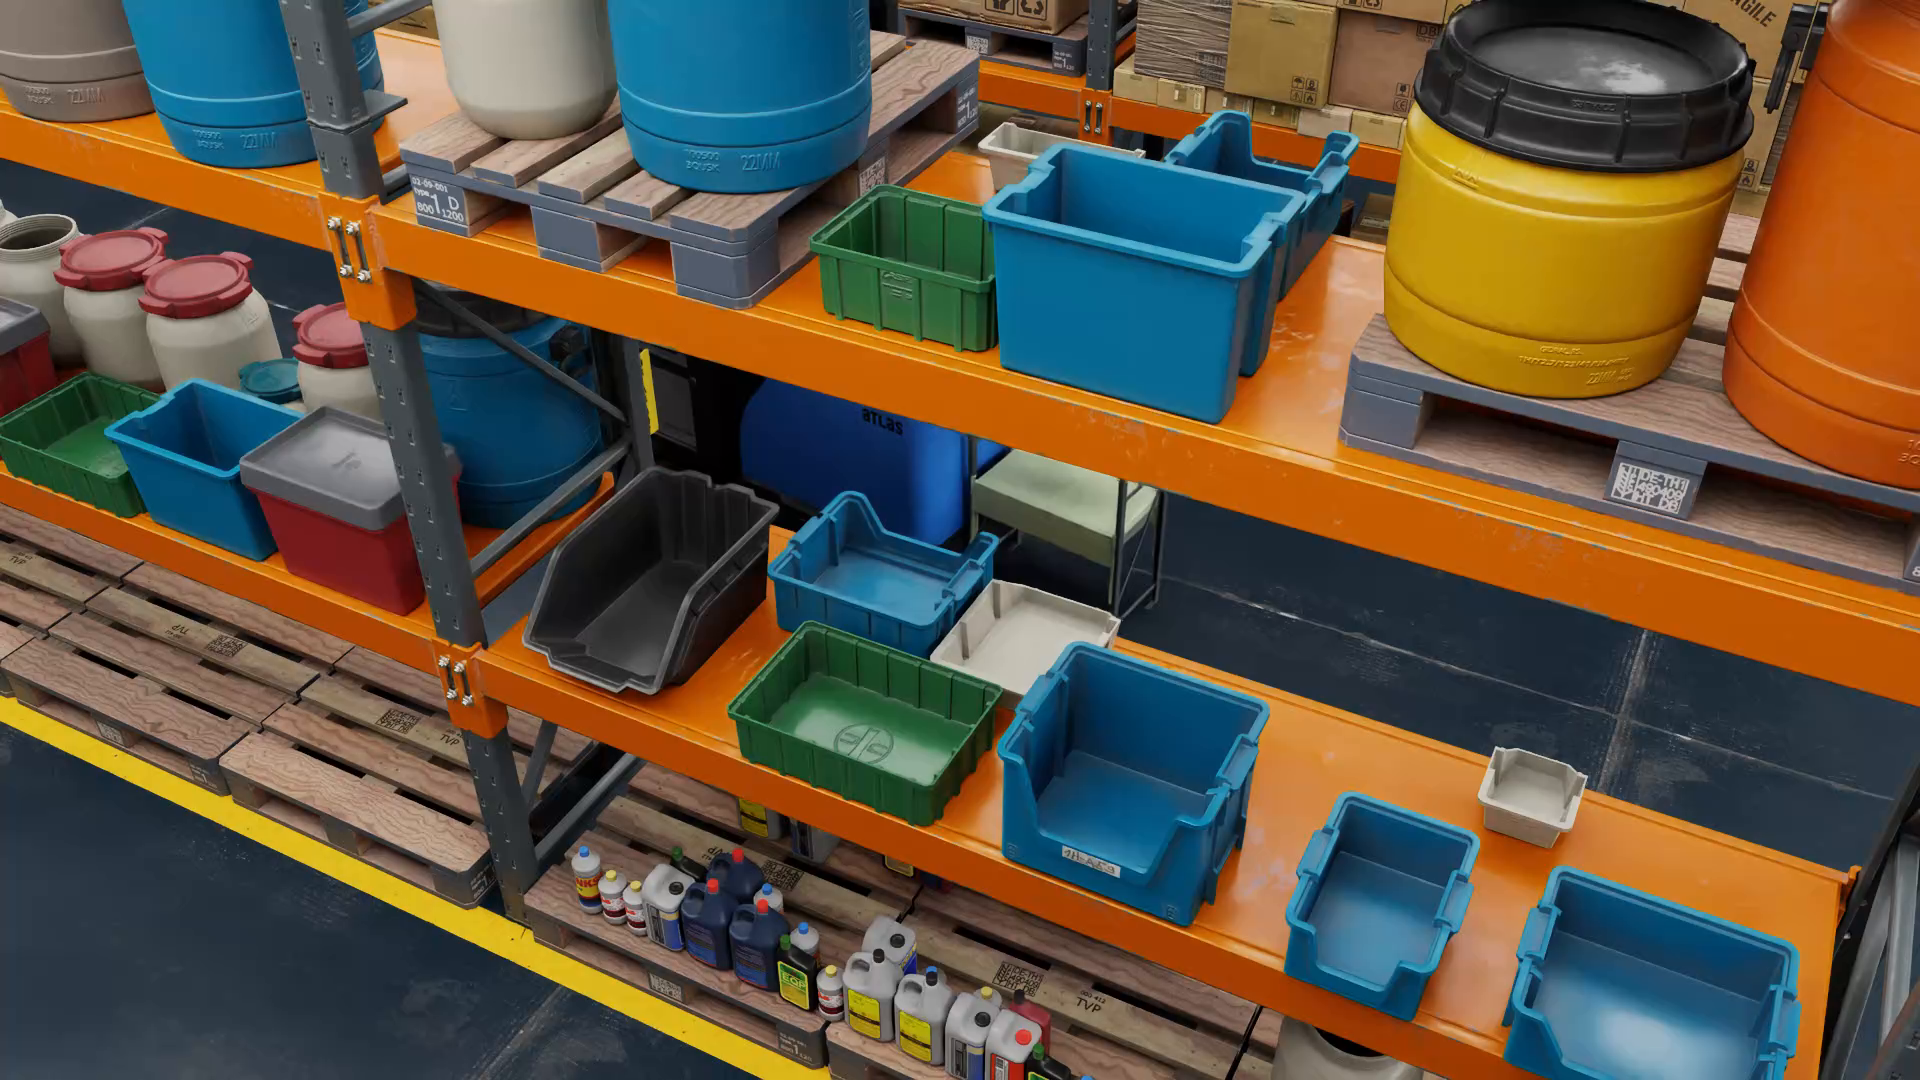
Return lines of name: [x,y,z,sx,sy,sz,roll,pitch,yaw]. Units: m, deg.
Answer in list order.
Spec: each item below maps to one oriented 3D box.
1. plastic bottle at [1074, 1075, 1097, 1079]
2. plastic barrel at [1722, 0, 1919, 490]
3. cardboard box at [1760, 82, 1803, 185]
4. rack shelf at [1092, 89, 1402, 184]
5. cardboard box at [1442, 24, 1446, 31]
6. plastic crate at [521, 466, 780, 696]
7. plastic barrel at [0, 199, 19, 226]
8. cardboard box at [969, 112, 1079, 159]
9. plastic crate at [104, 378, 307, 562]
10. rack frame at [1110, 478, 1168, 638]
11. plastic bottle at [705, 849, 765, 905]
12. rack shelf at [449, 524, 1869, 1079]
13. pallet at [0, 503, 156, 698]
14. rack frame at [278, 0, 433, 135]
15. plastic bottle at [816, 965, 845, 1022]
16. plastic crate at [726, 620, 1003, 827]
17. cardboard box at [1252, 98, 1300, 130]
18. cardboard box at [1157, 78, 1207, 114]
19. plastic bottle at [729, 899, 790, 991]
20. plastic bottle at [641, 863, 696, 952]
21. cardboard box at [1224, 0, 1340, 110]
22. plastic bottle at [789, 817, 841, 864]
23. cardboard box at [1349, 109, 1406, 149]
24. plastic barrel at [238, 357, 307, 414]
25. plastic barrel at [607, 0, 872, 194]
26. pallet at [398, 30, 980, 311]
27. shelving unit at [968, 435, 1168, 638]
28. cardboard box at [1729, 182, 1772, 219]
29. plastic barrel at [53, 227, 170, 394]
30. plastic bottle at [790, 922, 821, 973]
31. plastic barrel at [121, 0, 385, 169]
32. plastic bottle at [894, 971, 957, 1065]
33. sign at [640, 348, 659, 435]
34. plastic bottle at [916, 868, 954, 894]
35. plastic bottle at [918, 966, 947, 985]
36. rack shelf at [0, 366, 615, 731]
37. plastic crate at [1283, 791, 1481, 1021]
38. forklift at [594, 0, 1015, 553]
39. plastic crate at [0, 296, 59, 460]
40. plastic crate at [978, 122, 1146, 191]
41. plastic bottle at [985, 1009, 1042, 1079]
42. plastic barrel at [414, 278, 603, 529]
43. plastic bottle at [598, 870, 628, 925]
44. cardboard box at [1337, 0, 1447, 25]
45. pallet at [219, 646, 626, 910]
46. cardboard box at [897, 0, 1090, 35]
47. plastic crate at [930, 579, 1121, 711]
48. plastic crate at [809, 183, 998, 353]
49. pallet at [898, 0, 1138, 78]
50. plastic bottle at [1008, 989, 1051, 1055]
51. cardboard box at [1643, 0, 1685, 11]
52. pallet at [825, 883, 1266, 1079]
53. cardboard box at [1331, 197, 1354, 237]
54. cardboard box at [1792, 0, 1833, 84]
plastic bottle: [0.377,1.685,5.000,0.097,0.201,0.097,0,37,0]
plastic barrel: [1.719,-0.579,2.848,0.708,0.830,0.600,17,41,21]
cardboard box: [4.011,-1.964,7.528,0.500,0.500,0.875,17,41,21]
rack shelf: [2.711,-1.908,8.377,4.000,0.370,1.077,17,41,21]
cardboard box: [2.649,-2.346,8.031,0.500,0.500,0.875,17,41,21]
plastic crate: [-0.936,0.147,5.126,0.504,0.338,0.767,17,41,21]
plastic barrel: [-3.883,-1.076,6.595,0.421,0.512,0.421,0,37,0]
cardboard box: [0.400,-2.112,9.755,0.500,0.500,0.700,14,39,18]
plastic crate: [-2.465,-0.224,5.578,0.575,0.384,0.392,17,41,21]
rack frame: [0.757,-0.233,6.817,0.023,1.500,0.400,23,43,27]
plastic bottle: [-0.750,1.159,5.570,0.185,0.351,0.144,17,41,21]
rack shelf: [0.433,0.752,4.874,4.000,0.370,1.077,17,41,21]
pallet: [-4.224,0.144,7.386,1.213,0.211,1.003,17,41,21]
rack frame: [-1.343,-2.481,3.575,0.127,3.000,1.000,17,41,21]
plastic bottle: [-0.408,1.439,5.324,0.097,0.201,0.097,0,37,0]
plastic crate: [-0.267,0.522,4.756,0.662,0.188,0.450,17,41,21]
cardboard box: [1.665,-2.233,8.419,0.250,0.149,0.380,17,41,21]
cardboard box: [1.204,-2.352,8.576,0.250,0.149,0.380,17,41,21]
plastic bottle: [-0.649,1.289,5.399,0.185,0.351,0.144,16,40,20]
plastic bottle: [-0.962,1.218,5.554,0.135,0.276,0.152,19,41,23]
cardboard box: [1.734,-2.592,8.355,0.500,0.500,0.875,17,41,21]
plastic bottle: [-0.514,0.983,5.863,0.135,0.276,0.152,17,41,21]
cardboard box: [2.109,-2.095,8.236,0.250,0.149,0.380,17,41,21]
plastic barrel: [-2.447,-0.486,6.024,0.301,0.262,0.301,0,37,0]
plastic barrel: [-0.508,-1.319,3.763,0.708,0.901,0.600,17,41,21]
pallet: [-0.657,-1.062,4.344,1.003,0.211,1.213,17,41,21]
shelving unit: [0.459,-0.361,6.986,0.755,1.500,0.431,23,43,27]
cardboard box: [3.672,-1.618,7.609,0.250,0.149,0.380,17,41,21]
plastic barrel: [-3.127,-0.853,6.281,0.433,0.535,0.433,0,37,0]
plastic bottle: [-0.501,1.341,5.395,0.097,0.271,0.097,0,37,0]
plastic barrel: [-1.894,-1.510,4.363,0.708,0.901,0.600,17,41,21]
plastic bottle: [-0.106,1.458,5.175,0.185,0.351,0.144,19,41,23]
sign: [-1.080,-0.494,5.690,0.005,0.325,0.100,17,41,21]
plastic bottle: [-0.087,1.088,5.719,0.133,0.283,0.061,17,41,21]
plastic bottle: [-0.090,1.441,5.321,0.097,0.201,0.097,0,37,0]
rack shelf: [-3.119,-0.361,6.339,4.000,0.370,1.077,17,41,21]
plastic crate: [1.053,0.918,4.182,0.408,0.251,0.499,17,41,21]
forklift: [-1.070,-1.627,7.469,3.031,2.935,1.130,23,43,27]
plastic crate: [-3.600,-0.615,6.027,0.583,0.464,0.402,17,41,21]
plastic crate: [0.269,-0.952,4.260,0.396,0.136,0.243,17,41,21]
plastic bottle: [0.166,1.571,5.089,0.135,0.276,0.152,18,41,22]
plastic barrel: [-1.546,-0.561,5.593,0.708,0.901,0.600,17,41,21]
plastic bottle: [-1.171,1.200,5.638,0.097,0.201,0.097,0,37,0]
cardboard box: [2.106,-2.768,7.759,0.500,0.500,0.500,17,41,21]
pallet: [-2.058,0.822,6.492,1.213,0.211,1.003,17,41,21]
cardboard box: [0.294,-3.453,8.974,1.000,1.000,1.000,18,41,22]
plastic crate: [0.216,0.329,5.053,0.437,0.136,0.530,17,41,21]
plastic crate: [-0.067,-0.617,3.776,0.450,0.188,0.336,17,41,21]
pallet: [0.323,-2.964,9.333,1.213,0.211,1.003,17,41,21]
plastic bottle: [0.214,1.510,5.162,0.133,0.283,0.061,17,41,21]
cardboard box: [2.996,-2.491,7.395,0.500,0.500,0.500,17,41,21]
pallet: [0.322,1.567,5.511,1.213,0.211,1.003,17,41,21]
cardboard box: [1.784,-1.634,9.142,0.500,0.500,0.500,-30,47,-34]
cardboard box: [3.885,-2.215,7.031,0.500,0.500,0.500,17,41,21]
